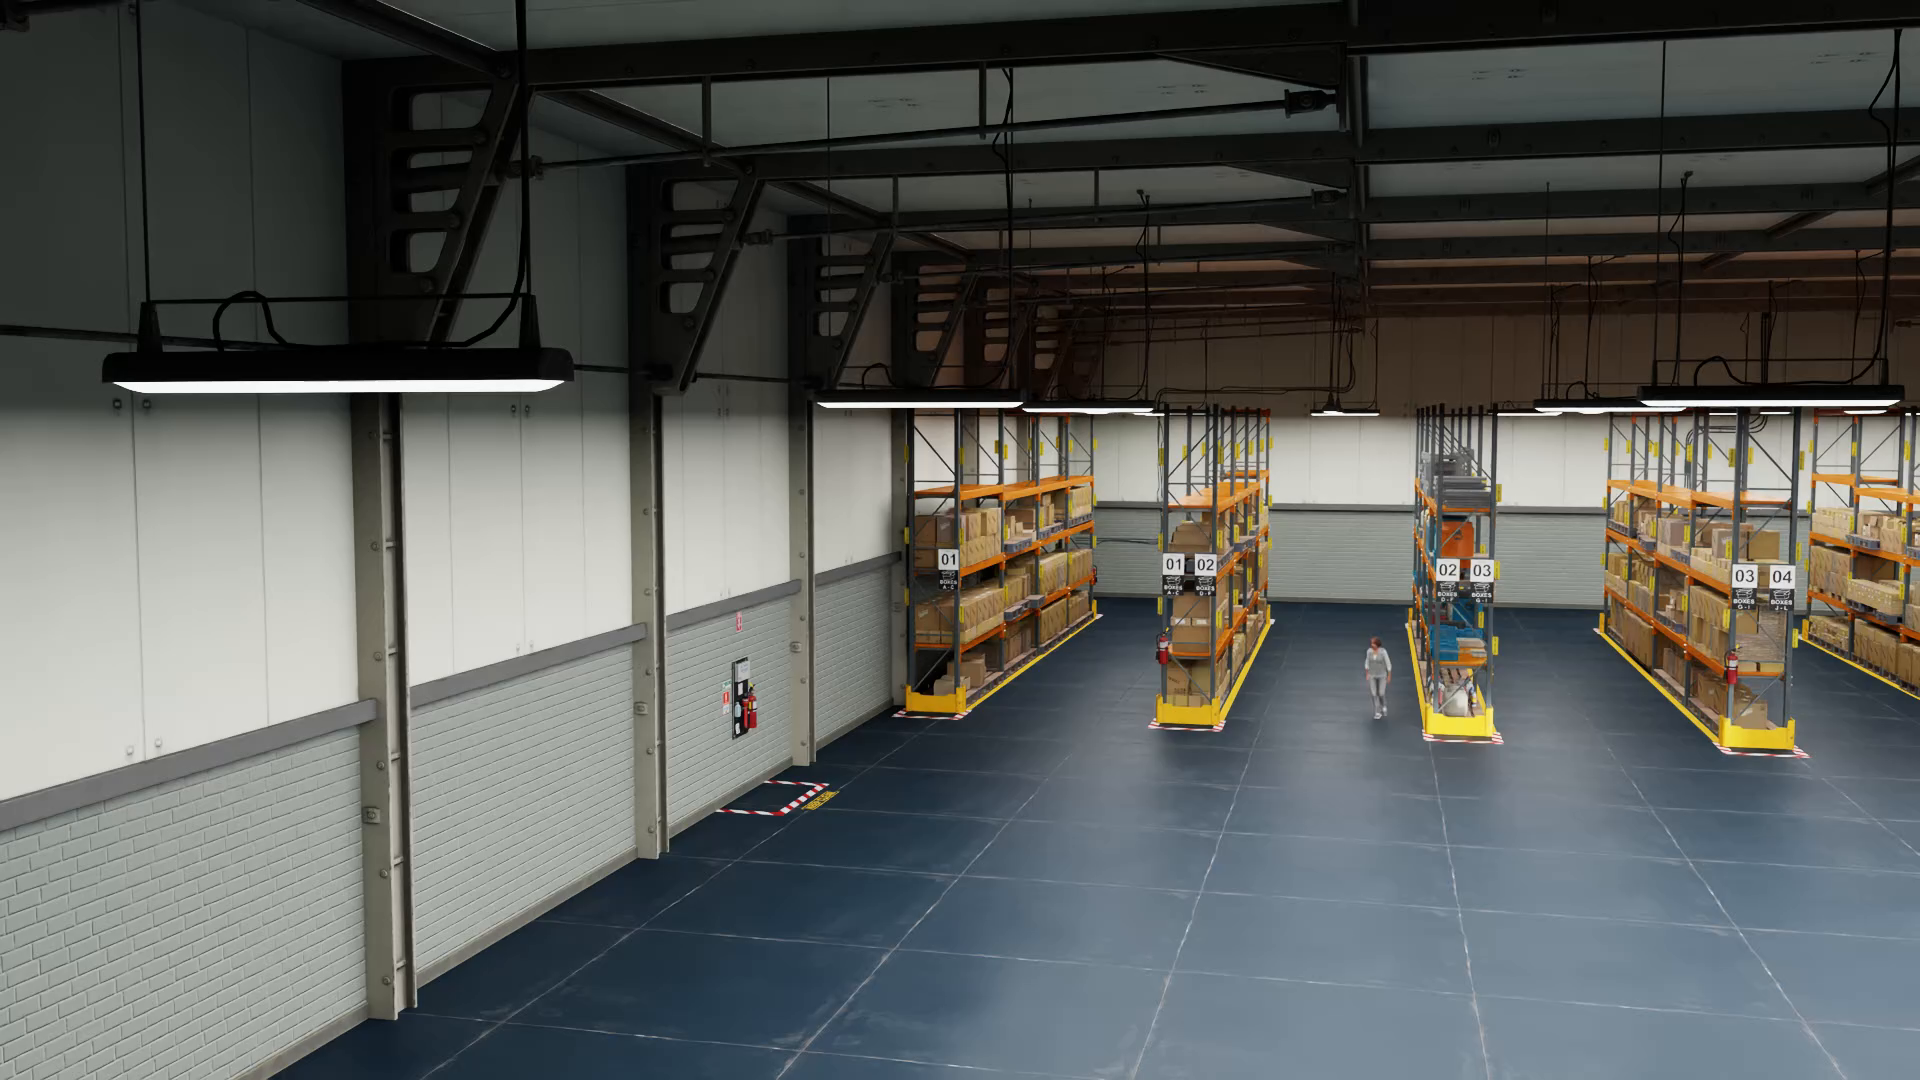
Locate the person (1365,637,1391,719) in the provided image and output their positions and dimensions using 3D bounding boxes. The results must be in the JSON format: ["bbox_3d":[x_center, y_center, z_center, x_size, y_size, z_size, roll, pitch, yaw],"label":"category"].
[{"bbox_3d":[8.008,2.731,31.840,0.498,1.364,0.456,2,5,28],"label":"person"}]
